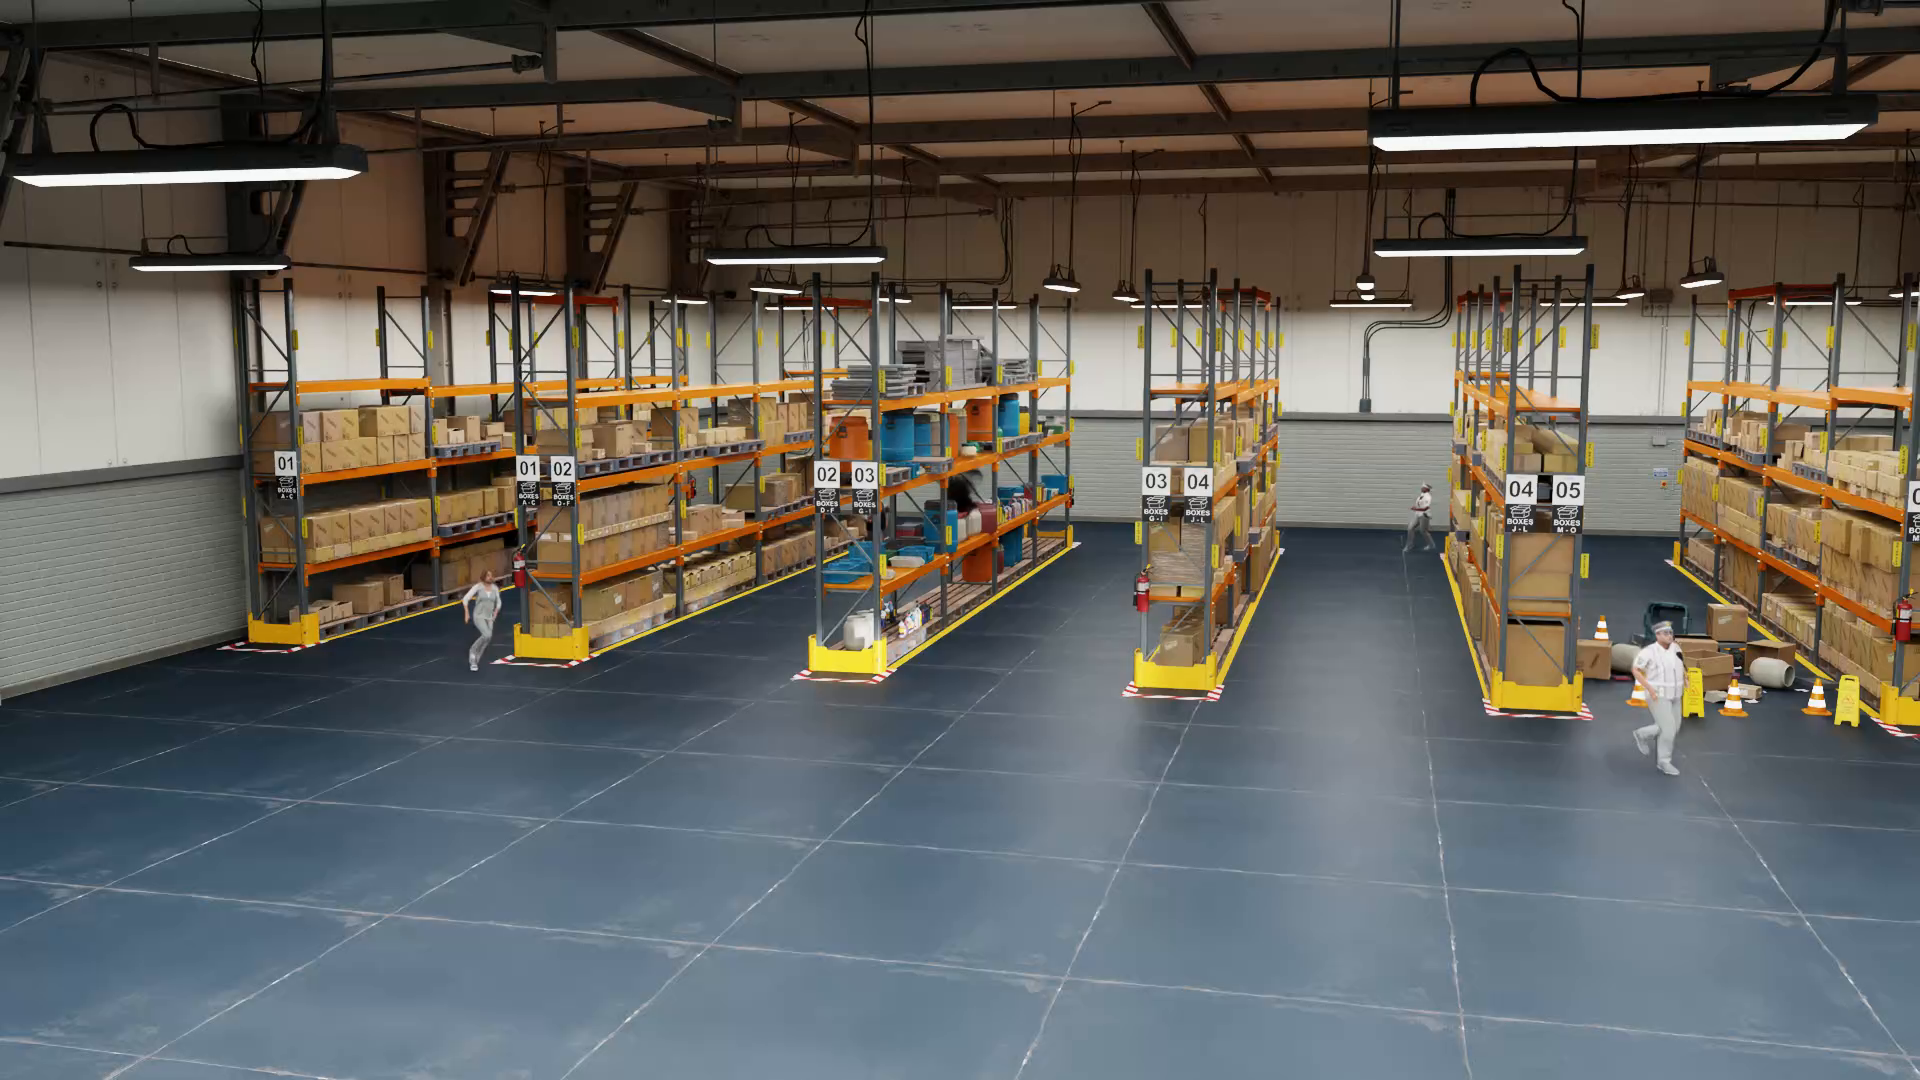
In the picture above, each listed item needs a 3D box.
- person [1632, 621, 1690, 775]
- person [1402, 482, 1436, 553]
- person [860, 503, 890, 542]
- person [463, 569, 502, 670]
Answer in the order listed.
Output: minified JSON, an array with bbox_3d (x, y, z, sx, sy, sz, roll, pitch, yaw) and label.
[{"bbox_3d":[8.222,1.802,19.492,0.656,1.758,0.705,-3,7,-21],"label":"person"},{"bbox_3d":[10.889,-0.535,39.215,0.801,1.704,0.578,-1,7,-10],"label":"person"},{"bbox_3d":[-1.839,-0.170,36.146,0.624,1.748,1.085,1,7,11],"label":"person"},{"bbox_3d":[-7.212,1.213,25.306,0.556,1.527,0.519,-6,9,-41],"label":"person"}]
